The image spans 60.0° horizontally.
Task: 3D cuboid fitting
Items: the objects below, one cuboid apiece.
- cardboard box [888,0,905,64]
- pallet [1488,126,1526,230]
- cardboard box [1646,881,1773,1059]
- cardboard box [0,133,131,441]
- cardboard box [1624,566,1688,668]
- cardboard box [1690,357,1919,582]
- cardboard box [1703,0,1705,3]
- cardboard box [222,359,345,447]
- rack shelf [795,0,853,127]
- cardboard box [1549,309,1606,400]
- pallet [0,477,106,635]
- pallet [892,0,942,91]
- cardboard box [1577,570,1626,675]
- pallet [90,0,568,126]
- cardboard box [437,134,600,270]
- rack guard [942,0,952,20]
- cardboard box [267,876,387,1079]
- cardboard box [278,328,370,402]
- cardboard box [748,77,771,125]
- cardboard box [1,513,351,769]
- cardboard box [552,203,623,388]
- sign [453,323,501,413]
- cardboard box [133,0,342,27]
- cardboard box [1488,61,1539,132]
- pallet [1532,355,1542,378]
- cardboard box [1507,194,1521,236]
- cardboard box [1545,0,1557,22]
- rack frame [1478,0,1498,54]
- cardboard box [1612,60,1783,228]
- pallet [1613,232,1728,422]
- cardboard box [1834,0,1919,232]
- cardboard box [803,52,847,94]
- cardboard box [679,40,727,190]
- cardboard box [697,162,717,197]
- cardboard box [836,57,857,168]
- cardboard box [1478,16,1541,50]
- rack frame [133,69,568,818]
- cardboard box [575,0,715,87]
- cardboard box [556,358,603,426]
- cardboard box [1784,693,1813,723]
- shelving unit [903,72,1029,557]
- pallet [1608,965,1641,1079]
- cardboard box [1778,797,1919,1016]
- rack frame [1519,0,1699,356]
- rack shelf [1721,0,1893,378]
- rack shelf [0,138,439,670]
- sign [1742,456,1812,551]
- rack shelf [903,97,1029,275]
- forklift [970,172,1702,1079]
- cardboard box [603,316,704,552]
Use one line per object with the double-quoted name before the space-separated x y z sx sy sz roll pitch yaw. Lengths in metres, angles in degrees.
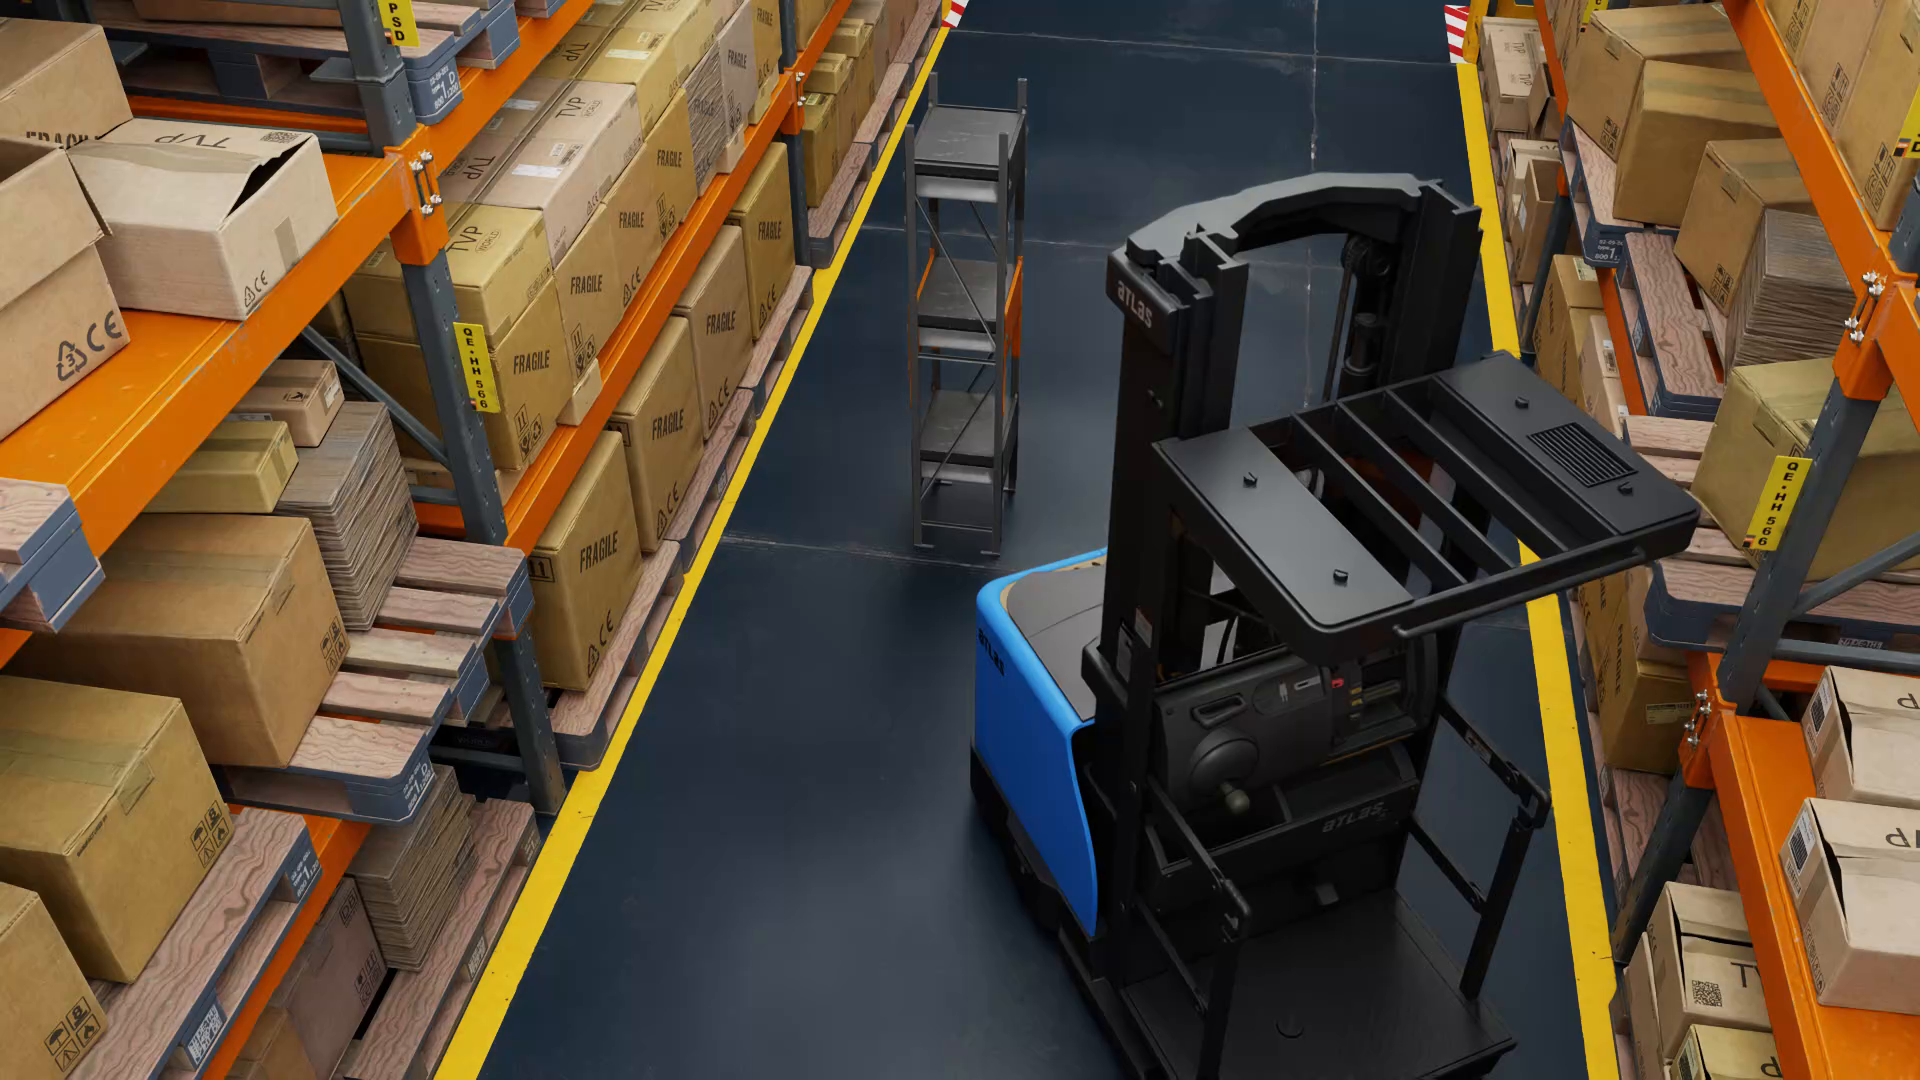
"cardboard box" -0.772 -3.629 11.417 0.700 0.500 0.500 6 40 8
"pallet" 3.853 -2.264 10.323 1.003 0.211 1.213 6 40 8
"cardboard box" 2.452 1.348 5.154 0.500 0.311 0.500 8 40 9
"cardboard box" -2.363 -0.574 3.640 0.797 0.503 0.637 12 41 14
"cardboard box" 2.768 0.226 6.150 0.500 0.250 0.500 8 40 9
"cardboard box" 2.830 -0.238 5.276 0.700 0.500 0.500 -6 40 -7
"cardboard box" 3.881 -2.469 8.304 0.500 0.500 0.500 7 40 9
"cardboard box" -2.078 -0.412 4.962 0.380 0.149 0.250 2 40 2
"rack shelf" -1.009 -3.662 10.390 1.077 0.370 4.000 6 40 8
"cardboard box" 3.119 -0.734 7.900 0.500 0.500 0.500 7 40 8
"pallet" -2.352 0.226 2.916 1.213 0.211 1.003 6 40 8
"pallet" -0.725 -3.610 11.950 1.003 0.211 1.213 6 40 8
"cardboard box" 2.852 0.226 6.739 0.500 0.500 0.500 5 40 6
"pallet" -1.988 -1.667 5.207 1.213 0.211 1.003 8 40 10
"cardboard box" -1.623 -1.218 5.953 0.500 0.250 0.500 6 40 7
"rack guard" -0.659 -4.246 12.494 1.175 0.500 0.348 6 40 8
"cardboard box" -2.325 1.388 5.334 0.700 0.500 0.500 6 40 8
"cardboard box" -2.226 -0.660 5.867 0.500 0.500 0.500 7 40 8
"cardboard box" -1.156 -2.191 8.227 0.380 0.149 0.250 7 40 8
"cardboard box" -2.189 0.268 4.648 0.700 0.500 0.500 3 40 3
"cardboard box" -1.612 -0.939 6.204 0.500 0.500 0.500 8 40 9
"sign" -1.512 -0.536 5.197 0.100 0.325 0.005 6 40 8
"cardboard box" -2.022 -1.843 4.847 0.700 0.500 0.500 3 40 4
"cardboard box" 3.670 -2.823 10.623 0.500 0.250 0.500 6 40 8
"pallet" 3.421 -0.551 8.251 1.003 0.211 1.213 6 40 8
"cardboard box" 3.349 -1.842 9.516 0.380 0.149 0.250 6 40 8
"cardboard box" 3.532 -3.167 9.148 0.500 0.500 0.500 7 40 9
"rack frame" 4.216 -4.651 11.021 1.000 3.000 0.127 6 40 8
"cardboard box" 3.165 -1.630 6.959 0.700 0.500 0.500 12 41 15
"pallet" 3.164 -0.777 6.487 1.003 0.211 1.213 6 40 8
"cardboard box" 2.874 -1.102 4.297 0.910 0.500 0.500 6 40 8
"cardboard box" -0.886 -2.786 9.888 0.380 0.149 0.250 8 40 9
"cardboard box" -1.361 -1.892 7.357 0.500 0.500 0.500 6 40 8
"cardboard box" -1.340 -1.715 7.652 0.380 0.149 0.250 6 40 8
"cardboard box" -1.035 -2.656 10.240 0.700 0.500 0.500 6 40 7
"cardboard box" 3.805 -3.497 11.517 0.380 0.149 0.250 6 40 8
"rack frame" -2.048 -0.174 5.606 1.000 3.000 0.127 6 40 8
"cardboard box" -1.371 -2.173 7.108 0.500 0.250 0.500 7 40 9
"cardboard box" -1.581 -0.581 6.280 0.380 0.149 0.250 8 40 9
"cardboard box" 3.192 0.910 5.912 0.500 0.500 0.500 8 40 10
"shelving unit" 0.029 -0.913 7.207 0.431 2.100 0.503 6 40 8
"pallet" 2.651 1.957 5.217 1.003 0.211 1.213 6 40 8
"cardboard box" 2.486 0.944 4.324 0.500 0.311 0.500 6 40 7
"rack frame" 3.524 -2.140 7.985 1.000 3.000 0.127 6 40 8
"rack shelf" 3.178 -1.764 5.740 1.077 0.370 4.000 6 40 8
"rack shelf" -2.394 0.202 3.362 1.077 0.370 4.000 6 40 8
"sign" 2.296 -0.100 4.670 0.100 0.325 0.005 6 40 8
"rack shelf" 0.029 -1.442 6.769 0.431 0.518 0.480 6 40 8
"forklift" 1.092 0.592 4.734 1.130 2.935 3.031 -16 42 -18
"cardboard box" -1.633 -0.503 7.362 0.750 0.750 0.750 6 40 7
